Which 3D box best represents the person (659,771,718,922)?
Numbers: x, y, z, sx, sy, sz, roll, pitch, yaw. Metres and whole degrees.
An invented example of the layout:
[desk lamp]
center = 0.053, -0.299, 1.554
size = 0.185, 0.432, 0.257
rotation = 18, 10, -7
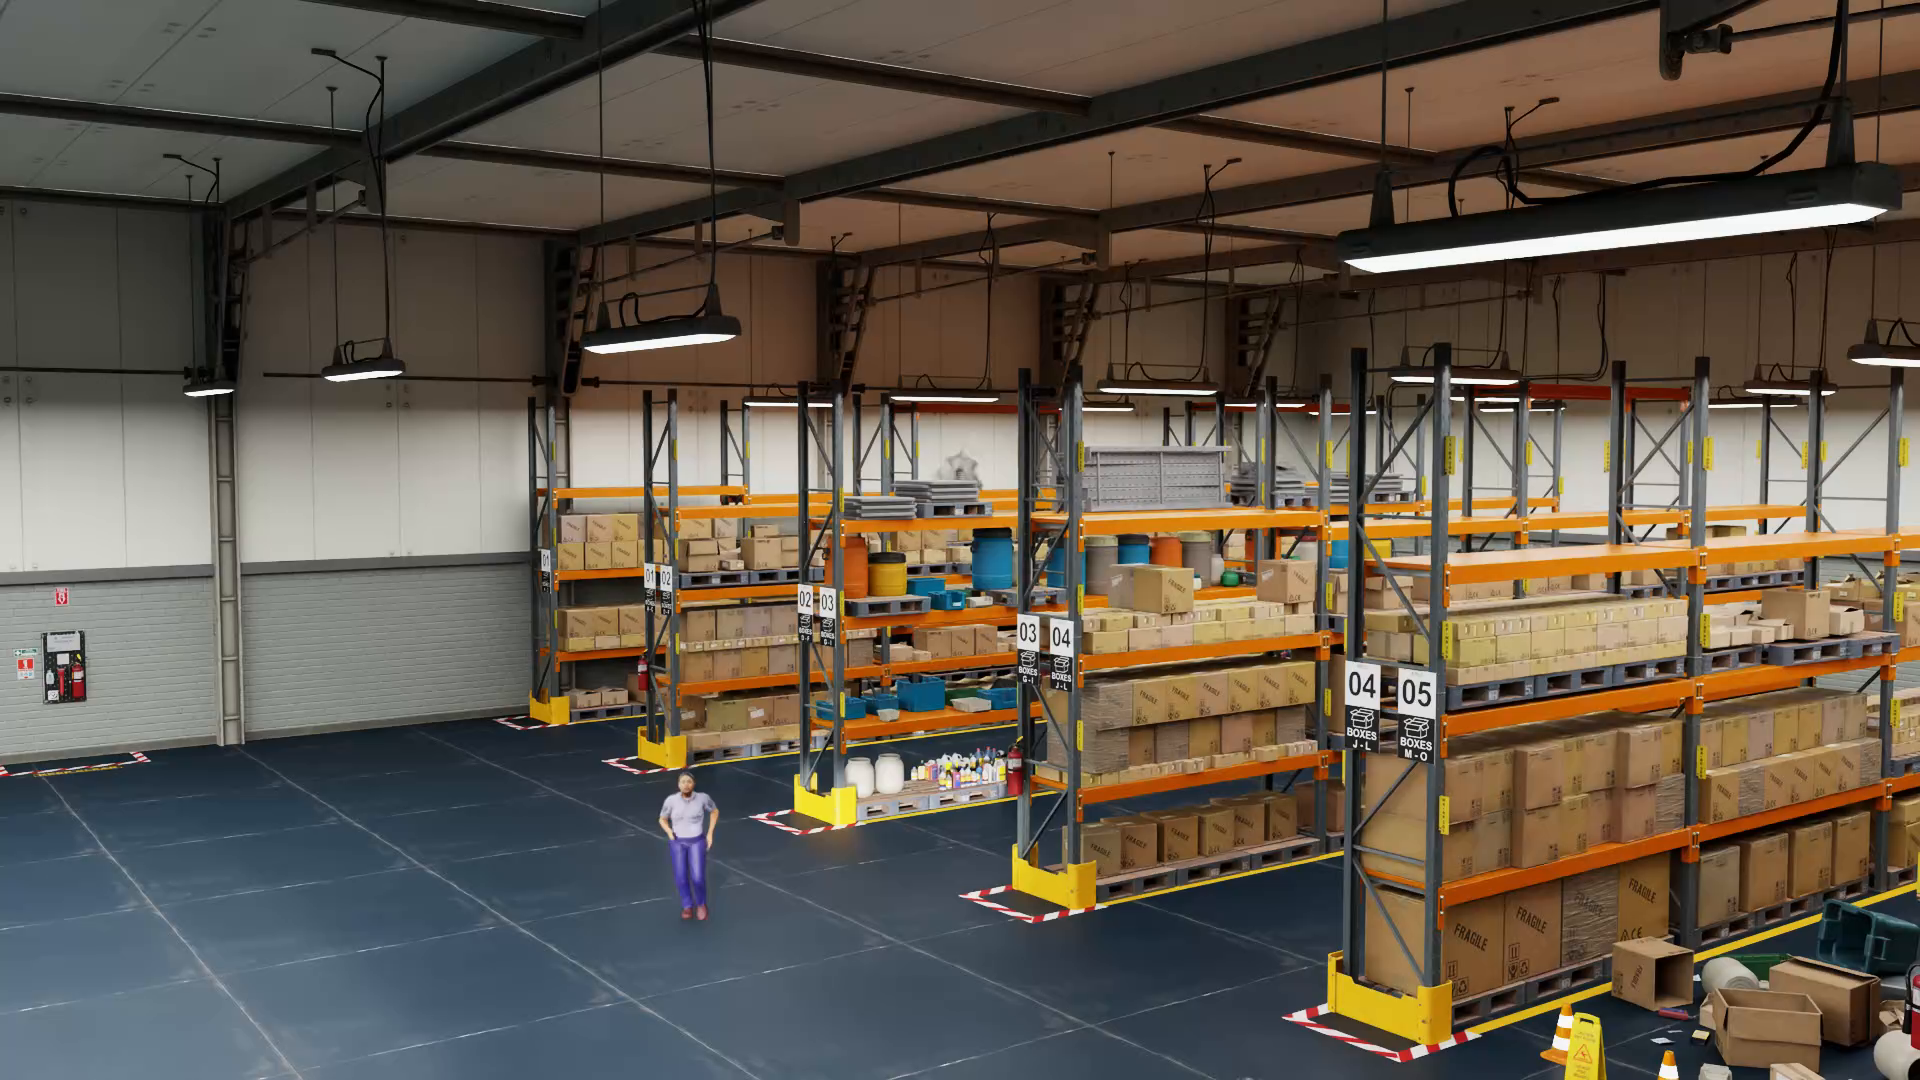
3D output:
[person]
center = -2.925, 3.302, 17.854
size = 0.611, 1.637, 0.623
rotation = 0, 3, -2
